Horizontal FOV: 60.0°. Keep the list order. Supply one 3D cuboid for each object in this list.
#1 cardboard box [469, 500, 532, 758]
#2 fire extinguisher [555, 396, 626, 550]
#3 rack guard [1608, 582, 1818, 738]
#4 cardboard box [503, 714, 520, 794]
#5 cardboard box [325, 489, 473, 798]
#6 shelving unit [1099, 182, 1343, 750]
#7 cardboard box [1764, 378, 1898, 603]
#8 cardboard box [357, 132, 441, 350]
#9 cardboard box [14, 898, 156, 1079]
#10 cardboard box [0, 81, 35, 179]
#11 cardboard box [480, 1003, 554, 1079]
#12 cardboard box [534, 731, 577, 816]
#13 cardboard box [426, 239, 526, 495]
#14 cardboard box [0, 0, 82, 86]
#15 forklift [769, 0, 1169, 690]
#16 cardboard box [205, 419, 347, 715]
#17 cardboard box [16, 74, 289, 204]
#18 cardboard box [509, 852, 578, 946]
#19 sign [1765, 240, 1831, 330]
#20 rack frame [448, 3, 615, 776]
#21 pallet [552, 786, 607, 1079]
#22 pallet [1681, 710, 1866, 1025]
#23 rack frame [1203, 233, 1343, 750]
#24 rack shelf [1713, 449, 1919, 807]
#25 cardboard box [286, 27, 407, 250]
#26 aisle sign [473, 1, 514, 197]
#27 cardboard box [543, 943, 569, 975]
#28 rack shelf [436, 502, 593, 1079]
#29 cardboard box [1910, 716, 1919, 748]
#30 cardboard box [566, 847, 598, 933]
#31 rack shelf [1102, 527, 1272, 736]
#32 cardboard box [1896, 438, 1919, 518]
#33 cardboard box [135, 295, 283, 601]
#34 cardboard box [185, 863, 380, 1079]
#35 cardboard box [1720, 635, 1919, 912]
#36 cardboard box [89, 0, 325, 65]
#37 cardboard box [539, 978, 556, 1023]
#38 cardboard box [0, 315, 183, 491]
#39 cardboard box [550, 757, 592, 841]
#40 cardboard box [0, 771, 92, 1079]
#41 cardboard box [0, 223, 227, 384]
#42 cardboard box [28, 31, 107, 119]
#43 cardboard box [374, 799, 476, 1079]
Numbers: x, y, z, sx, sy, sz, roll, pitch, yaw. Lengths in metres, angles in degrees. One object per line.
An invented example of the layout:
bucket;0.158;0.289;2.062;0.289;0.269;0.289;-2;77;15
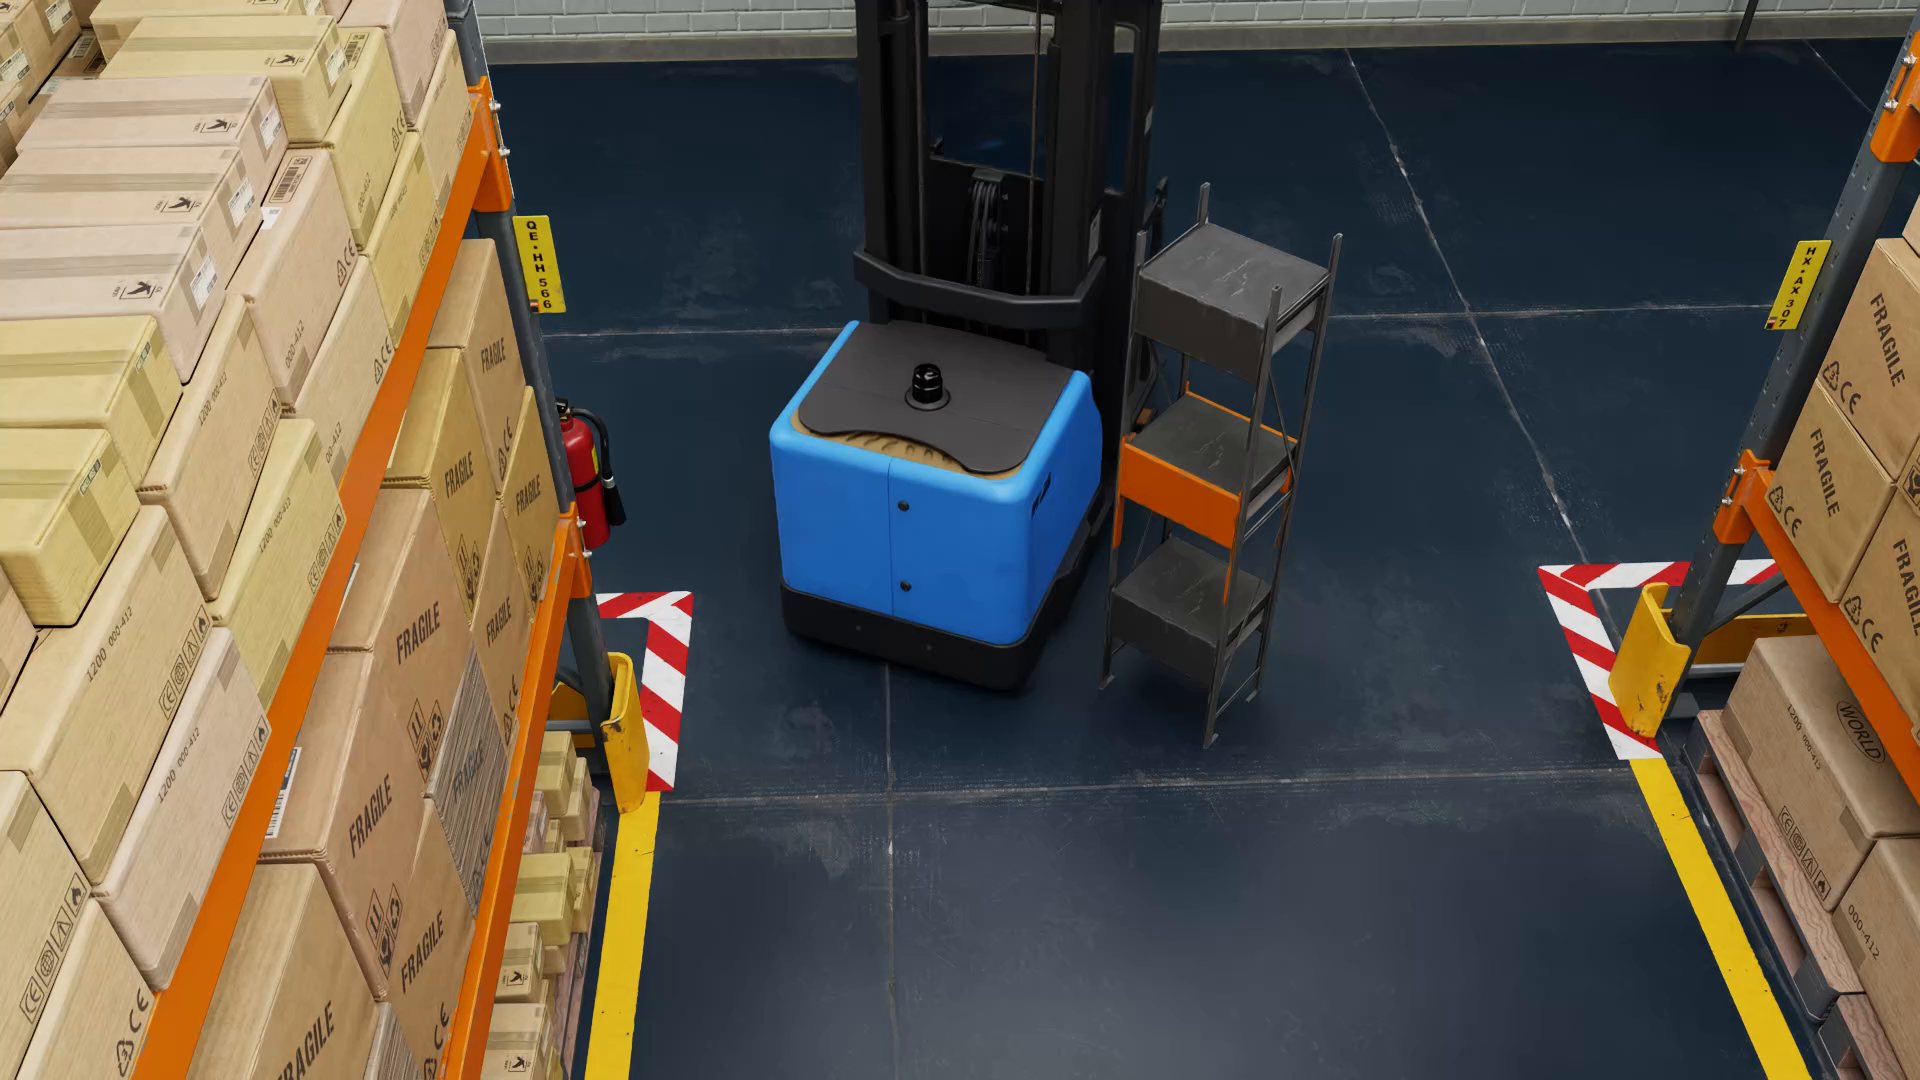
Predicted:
cardboard box;-1.476;0.250;4.463;0.500;0.500;0.500;-2;43;-2
fire extinguisher;-1.319;-0.265;5.652;0.296;0.674;0.183;-2;43;-2
rack guard;3.171;0.447;6.392;1.175;0.500;0.348;-2;43;-2
cardboard box;-1.440;0.567;4.598;0.380;0.149;0.250;-1;43;-1
cardboard box;-1.449;0.232;3.743;0.500;0.500;0.500;0;43;0
shelving unit;0.872;-0.179;5.892;0.503;2.100;0.431;29;50;28
cardboard box;2.906;-0.162;5.133;0.500;0.500;0.500;-2;43;-2
cardboard box;-1.457;-0.654;3.635;0.500;0.250;0.500;-2;43;-2
cardboard box;-1.386;0.744;2.109;0.500;0.250;0.500;-2;43;-2
cardboard box;-1.925;-0.711;3.032;0.380;0.149;0.250;-1;43;-1
cardboard box;-1.388;1.478;4.776;0.380;0.149;0.250;0;43;0
cardboard box;-1.494;0.779;5.539;0.380;0.149;0.250;-1;43;-1
cardboard box;-1.501;-0.461;4.499;0.500;0.500;0.500;-2;43;-3
cardboard box;-2.052;-1.046;3.397;0.380;0.149;0.250;-2;43;-2
forklift;0.278;-1.502;6.719;1.130;2.935;3.031;14;44;15
cardboard box;-1.407;0.039;2.878;0.500;0.250;0.500;0;43;0
cardboard box;-1.467;-0.723;3.045;0.380;0.149;0.250;-3;43;-3
cardboard box;-1.402;1.122;5.165;0.380;0.149;0.250;-3;43;-3
sign;2.617;-0.794;5.197;0.100;0.325;0.005;-2;43;-2
rack frame;-1.769;-0.247;5.300;1.000;3.000;0.127;-2;43;-2
pallet;-1.767;1.381;5.587;1.003;0.211;1.213;-2;43;-2
pallet;3.284;1.108;5.885;1.003;0.211;1.213;-2;43;-2
rack frame;1.062;-0.076;5.779;0.015;2.100;0.400;29;50;28
rack shelf;3.257;1.158;4.300;1.077;0.370;4.000;-2;43;-2
cardboard box;-1.473;-0.833;3.460;0.500;0.250;0.500;-3;43;-3
aisle sign;-1.473;-1.264;4.485;0.394;0.787;0.004;-2;43;-2
cardboard box;-1.438;1.238;5.259;0.380;0.149;0.250;-3;43;-4
rack shelf;-1.684;1.368;4.070;1.077;0.370;4.000;-2;43;-2
cardboard box;2.958;0.522;4.386;0.500;0.500;0.500;-2;43;-2
cardboard box;-1.426;1.169;5.554;0.380;0.149;0.250;0;43;0
rack shelf;0.872;0.347;6.374;0.480;0.518;0.431;29;50;28
cardboard box;2.937;-0.182;4.415;0.500;0.500;0.500;-3;43;-3
cardboard box;-1.444;-0.147;2.711;0.500;0.250;0.500;-3;43;-4
cardboard box;-1.403;0.936;2.975;0.500;0.500;0.500;-1;43;-1
cardboard box;3.300;0.775;5.770;0.875;0.438;0.875;-3;43;-3
cardboard box;-1.537;-1.071;3.424;0.380;0.149;0.250;-3;43;-3
cardboard box;-1.478;1.516;5.175;0.380;0.149;0.250;-1;43;-1
cardboard box;-1.402;-0.197;2.471;0.380;0.149;0.250;-3;43;-3
cardboard box;-1.462;0.887;5.641;0.380;0.149;0.250;-3;43;-3
cardboard box;-1.397;0.550;1.952;0.500;0.250;0.500;-2;43;-2
cardboard box;-1.418;-0.374;2.664;0.380;0.149;0.250;-3;43;-3
cardboard box;-1.987;-0.826;3.452;0.500;0.250;0.500;-2;43;-2
cardboard box;-1.434;0.929;3.723;0.500;0.500;0.500;0;43;0
